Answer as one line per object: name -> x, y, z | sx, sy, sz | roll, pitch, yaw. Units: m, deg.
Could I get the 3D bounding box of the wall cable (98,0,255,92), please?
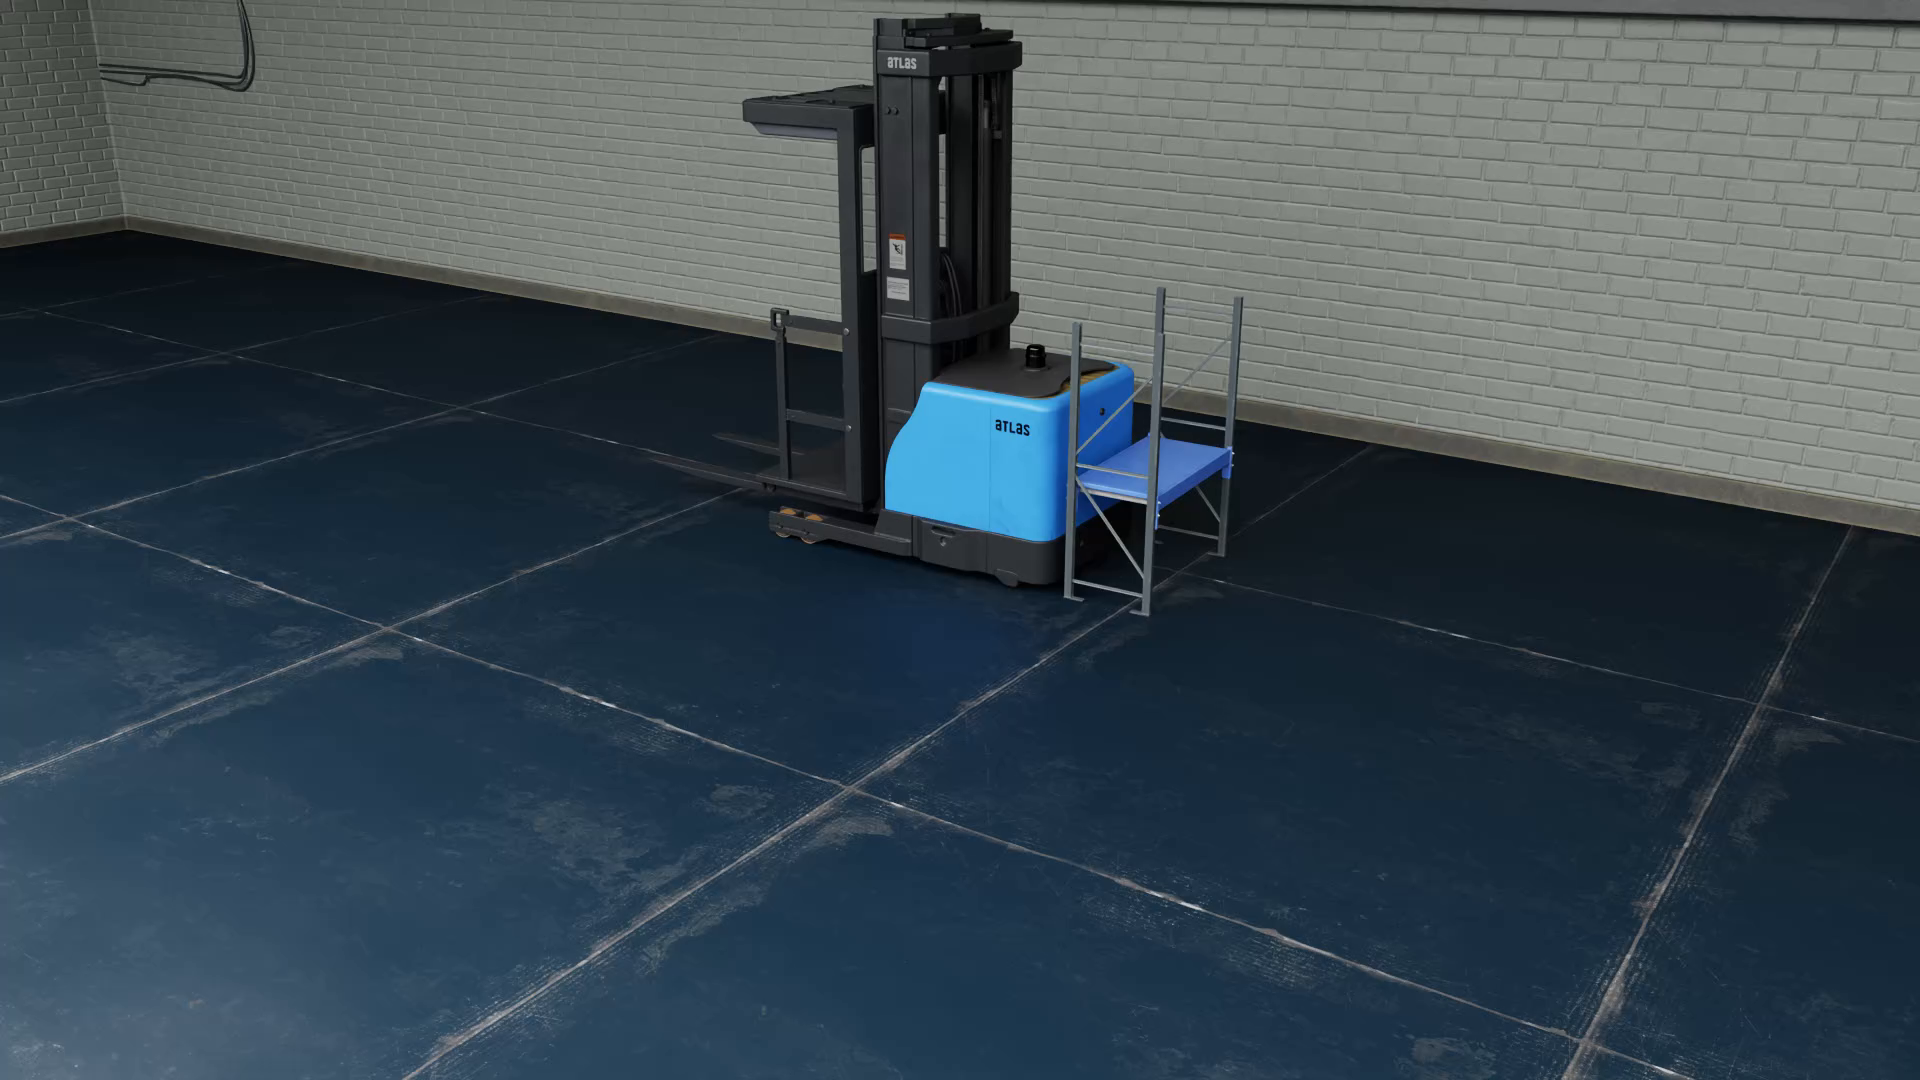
wall cable -> -8.696, -6.160, 17.924 | 3.097, 2.526, 0.112 | 13, 24, 32

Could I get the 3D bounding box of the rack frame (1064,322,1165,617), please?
rack frame -> 0.784, -0.351, 8.547 | 0.500, 1.500, 0.032 | 12, 24, 29

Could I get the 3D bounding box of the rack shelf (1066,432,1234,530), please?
rack shelf -> 1.044, -0.334, 9.019 | 0.538, 0.185, 1.000 | 12, 24, 29

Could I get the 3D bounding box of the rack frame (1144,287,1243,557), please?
rack frame -> 1.307, -0.653, 9.365 | 0.500, 1.500, 0.032 | 12, 24, 29

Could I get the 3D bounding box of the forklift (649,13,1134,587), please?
forklift -> -0.522, -1.492, 9.574 | 3.031, 2.935, 1.130 | 13, 24, 31

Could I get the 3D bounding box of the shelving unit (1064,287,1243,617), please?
shelving unit -> 1.045, -0.502, 8.956 | 0.538, 1.500, 1.048 | 12, 24, 29
